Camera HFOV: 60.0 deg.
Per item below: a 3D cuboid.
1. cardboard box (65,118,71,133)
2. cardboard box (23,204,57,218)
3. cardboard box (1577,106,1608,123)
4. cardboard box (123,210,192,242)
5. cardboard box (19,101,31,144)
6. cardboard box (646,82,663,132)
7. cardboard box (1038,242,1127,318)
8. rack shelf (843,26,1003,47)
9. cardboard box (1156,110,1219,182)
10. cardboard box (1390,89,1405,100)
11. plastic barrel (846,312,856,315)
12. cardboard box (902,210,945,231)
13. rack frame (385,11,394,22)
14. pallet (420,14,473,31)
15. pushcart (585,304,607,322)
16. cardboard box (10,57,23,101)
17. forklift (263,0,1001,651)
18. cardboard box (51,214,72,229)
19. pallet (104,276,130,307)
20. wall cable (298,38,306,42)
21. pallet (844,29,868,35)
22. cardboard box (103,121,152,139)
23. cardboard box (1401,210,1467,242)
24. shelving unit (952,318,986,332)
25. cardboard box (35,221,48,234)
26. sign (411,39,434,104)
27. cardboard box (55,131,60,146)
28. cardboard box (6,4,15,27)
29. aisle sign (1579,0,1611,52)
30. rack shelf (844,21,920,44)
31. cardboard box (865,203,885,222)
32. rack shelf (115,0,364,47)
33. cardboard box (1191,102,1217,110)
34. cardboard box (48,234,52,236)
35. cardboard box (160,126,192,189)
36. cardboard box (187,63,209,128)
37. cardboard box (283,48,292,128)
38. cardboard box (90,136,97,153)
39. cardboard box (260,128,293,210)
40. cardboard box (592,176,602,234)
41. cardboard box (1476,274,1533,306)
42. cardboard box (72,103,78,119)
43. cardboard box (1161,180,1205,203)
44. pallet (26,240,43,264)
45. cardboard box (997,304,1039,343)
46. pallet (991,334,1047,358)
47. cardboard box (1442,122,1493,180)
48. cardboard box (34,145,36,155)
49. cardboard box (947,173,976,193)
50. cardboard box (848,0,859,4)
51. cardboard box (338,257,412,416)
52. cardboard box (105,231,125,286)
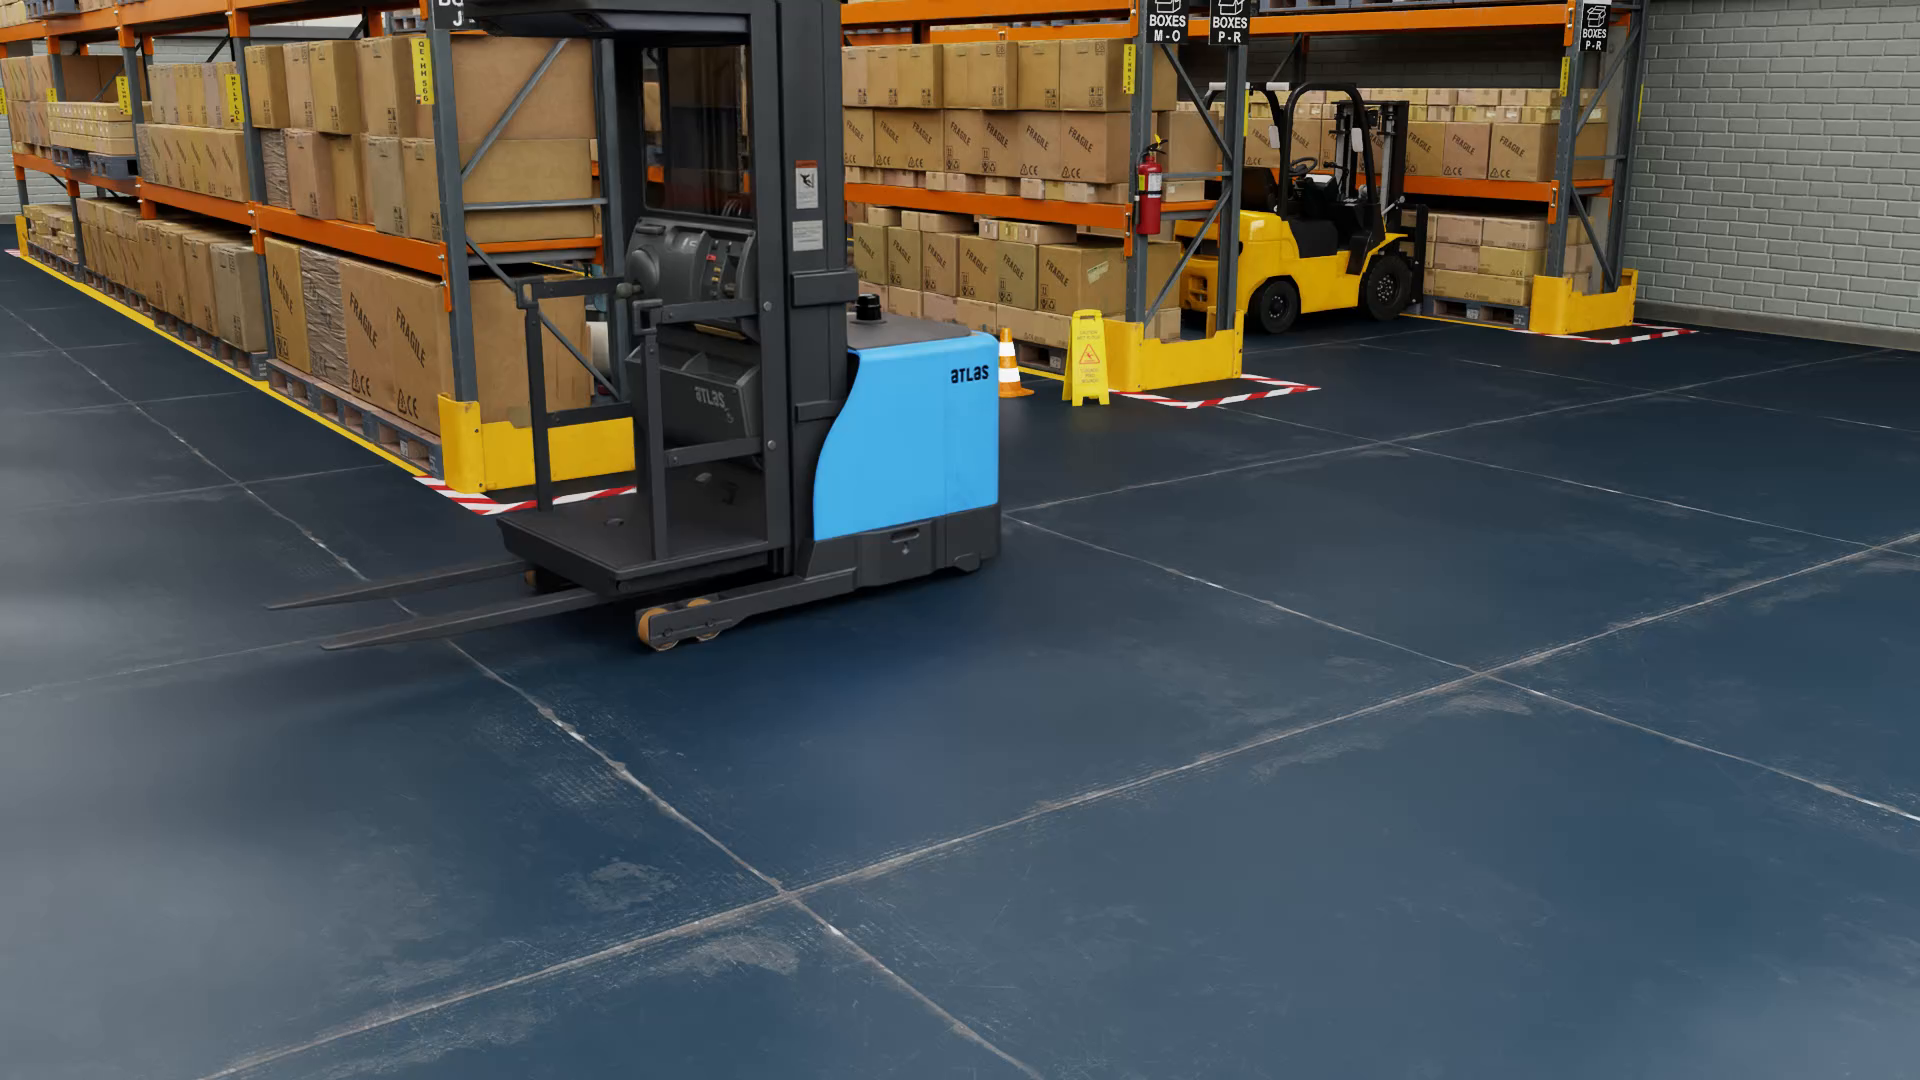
[{"bbox_3d":[-8.894,-4.231,16.971,0.380,0.149,0.250,-10,18,-32],"label":"cardboard box"},{"bbox_3d":[-11.692,-4.189,21.176,0.380,0.149,0.250,-12,19,-37],"label":"cardboard box"},{"bbox_3d":[5.650,-3.857,15.069,0.380,0.149,0.250,-11,19,-36],"label":"cardboard box"},{"bbox_3d":[-7.636,-2.994,15.854,0.500,0.250,0.500,-11,19,-36],"label":"cardboard box"},{"bbox_3d":[-11.072,-5.075,20.183,0.500,0.500,0.500,-11,19,-34],"label":"cardboard box"},{"bbox_3d":[-3.000,-4.583,17.589,0.500,0.500,0.500,-12,19,-36],"label":"cardboard box"},{"bbox_3d":[0.945,-1.981,12.624,0.500,0.500,0.500,-11,19,-34],"label":"cardboard box"},{"bbox_3d":[-0.240,-6.619,22.257,1.077,0.370,4.000,-11,19,-35],"label":"rack shelf"},{"bbox_3d":[1.572,-2.948,12.412,0.500,0.500,0.500,-11,19,-35],"label":"cardboard box"},{"bbox_3d":[4.352,-4.258,15.971,0.380,0.149,0.250,-11,19,-34],"label":"cardboard box"},{"bbox_3d":[-0.813,-1.576,13.031,0.512,0.421,0.421,1,15,4],"label":"plastic barrel"},{"bbox_3d":[-0.268,-2.704,14.037,0.380,0.149,0.250,-10,18,-32],"label":"cardboard box"},{"bbox_3d":[-7.781,-8.922,23.629,1.000,3.000,0.127,-11,19,-35],"label":"rack frame"},{"bbox_3d":[-6.615,-7.015,22.511,1.003,0.211,1.213,-11,19,-35],"label":"pallet"},{"bbox_3d":[-2.540,-1.837,14.073,0.936,0.377,1.648,10,18,33],"label":"pushcart"},{"bbox_3d":[-11.087,-5.554,20.041,0.500,0.500,0.500,-11,19,-36],"label":"cardboard box"},{"bbox_3d":[-1.272,-1.137,6.680,3.031,2.935,1.130,-12,20,-38],"label":"forklift"},{"bbox_3d":[-10.451,-3.746,19.559,0.380,0.149,0.250,-12,19,-37],"label":"cardboard box"},{"bbox_3d":[-8.193,-2.613,17.223,1.003,0.211,1.213,-11,19,-35],"label":"pallet"},{"bbox_3d":[-11.115,-7.734,28.669,0.585,1.953,0.123,-11,19,-35],"label":"wall cable"},{"bbox_3d":[-1.090,-7.152,23.198,1.213,0.211,1.003,-11,19,-35],"label":"pallet"},{"bbox_3d":[-7.681,-3.790,15.359,0.380,0.149,0.250,-10,18,-33],"label":"cardboard box"},{"bbox_3d":[4.507,-3.006,15.897,0.500,0.250,0.500,-11,19,-34],"label":"cardboard box"},{"bbox_3d":[-0.031,-0.518,7.979,0.215,1.050,0.252,-11,19,-35],"label":"shelving unit"},{"bbox_3d":[-11.231,-3.881,20.614,0.380,0.149,0.250,-10,18,-33],"label":"cardboard box"},{"bbox_3d":[-2.765,-2.414,8.571,0.100,0.325,0.005,-11,19,-35],"label":"sign"},{"bbox_3d":[-9.346,-4.252,17.611,0.380,0.149,0.250,-11,18,-34],"label":"cardboard box"},{"bbox_3d":[-11.049,-6.257,19.856,0.500,0.250,0.500,-12,19,-36],"label":"cardboard box"},{"bbox_3d":[5.440,-4.578,14.195,0.394,0.787,0.004,-11,19,-35],"label":"aisle sign"},{"bbox_3d":[-1.901,-4.993,16.318,1.077,0.370,4.000,-11,19,-35],"label":"rack shelf"},{"bbox_3d":[-0.993,-4.692,23.478,0.500,0.500,0.500,-11,19,-35],"label":"cardboard box"},{"bbox_3d":[-5.846,-4.203,13.432,1.077,0.370,4.000,-11,19,-35],"label":"rack shelf"},{"bbox_3d":[2.741,-4.689,18.110,0.380,0.149,0.250,-11,19,-35],"label":"cardboard box"},{"bbox_3d":[-11.016,-3.698,20.511,0.380,0.149,0.250,-11,19,-34],"label":"cardboard box"},{"bbox_3d":[-6.379,-3.225,13.988,0.500,0.500,0.500,-11,19,-35],"label":"cardboard box"},{"bbox_3d":[-5.863,-3.638,13.601,0.700,0.500,0.500,-11,19,-35],"label":"cardboard box"},{"bbox_3d":[-4.063,-3.086,11.340,0.875,0.550,0.550,-11,19,-35],"label":"cardboard box"},{"bbox_3d":[-8.123,-3.808,15.987,0.380,0.149,0.250,-11,19,-35],"label":"cardboard box"},{"bbox_3d":[-4.443,-2.672,11.872,0.875,0.550,0.550,-11,19,-35],"label":"cardboard box"},{"bbox_3d":[-3.937,-3.850,19.689,0.875,0.875,0.875,-11,19,-34],"label":"cardboard box"},{"bbox_3d":[5.108,-2.311,15.251,0.500,0.250,0.500,-11,19,-34],"label":"cardboard box"},{"bbox_3d":[-8.592,-4.265,16.529,0.380,0.149,0.250,-10,18,-33],"label":"cardboard box"},{"bbox_3d":[1.594,-2.596,12.354,0.380,0.149,0.250,-11,19,-34],"label":"cardboard box"},{"bbox_3d":[-11.232,-3.699,21.190,1.003,0.211,1.213,-11,19,-35],"label":"pallet"},{"bbox_3d":[0.635,-1.731,13.132,0.500,0.250,0.500,-11,19,-34],"label":"cardboard box"},{"bbox_3d":[0.420,-1.723,13.970,1.003,0.211,1.213,-11,19,-35],"label":"pallet"},{"bbox_3d":[4.840,-3.608,15.388,0.500,0.500,0.500,-10,18,-33],"label":"cardboard box"},{"bbox_3d":[-11.099,-4.788,20.364,0.380,0.149,0.250,-11,19,-35],"label":"cardboard box"},{"bbox_3d":[0.116,-2.904,13.480,0.380,0.149,0.250,-11,19,-35],"label":"cardboard box"},{"bbox_3d":[-0.741,-4.686,14.310,0.380,0.149,0.250,-11,19,-35],"label":"cardboard box"},{"bbox_3d":[-3.289,-1.322,10.454,0.875,0.875,0.875,-11,19,-35],"label":"cardboard box"},{"bbox_3d":[-8.247,-2.849,16.744,0.500,0.500,0.500,-12,19,-37],"label":"cardboard box"}]
